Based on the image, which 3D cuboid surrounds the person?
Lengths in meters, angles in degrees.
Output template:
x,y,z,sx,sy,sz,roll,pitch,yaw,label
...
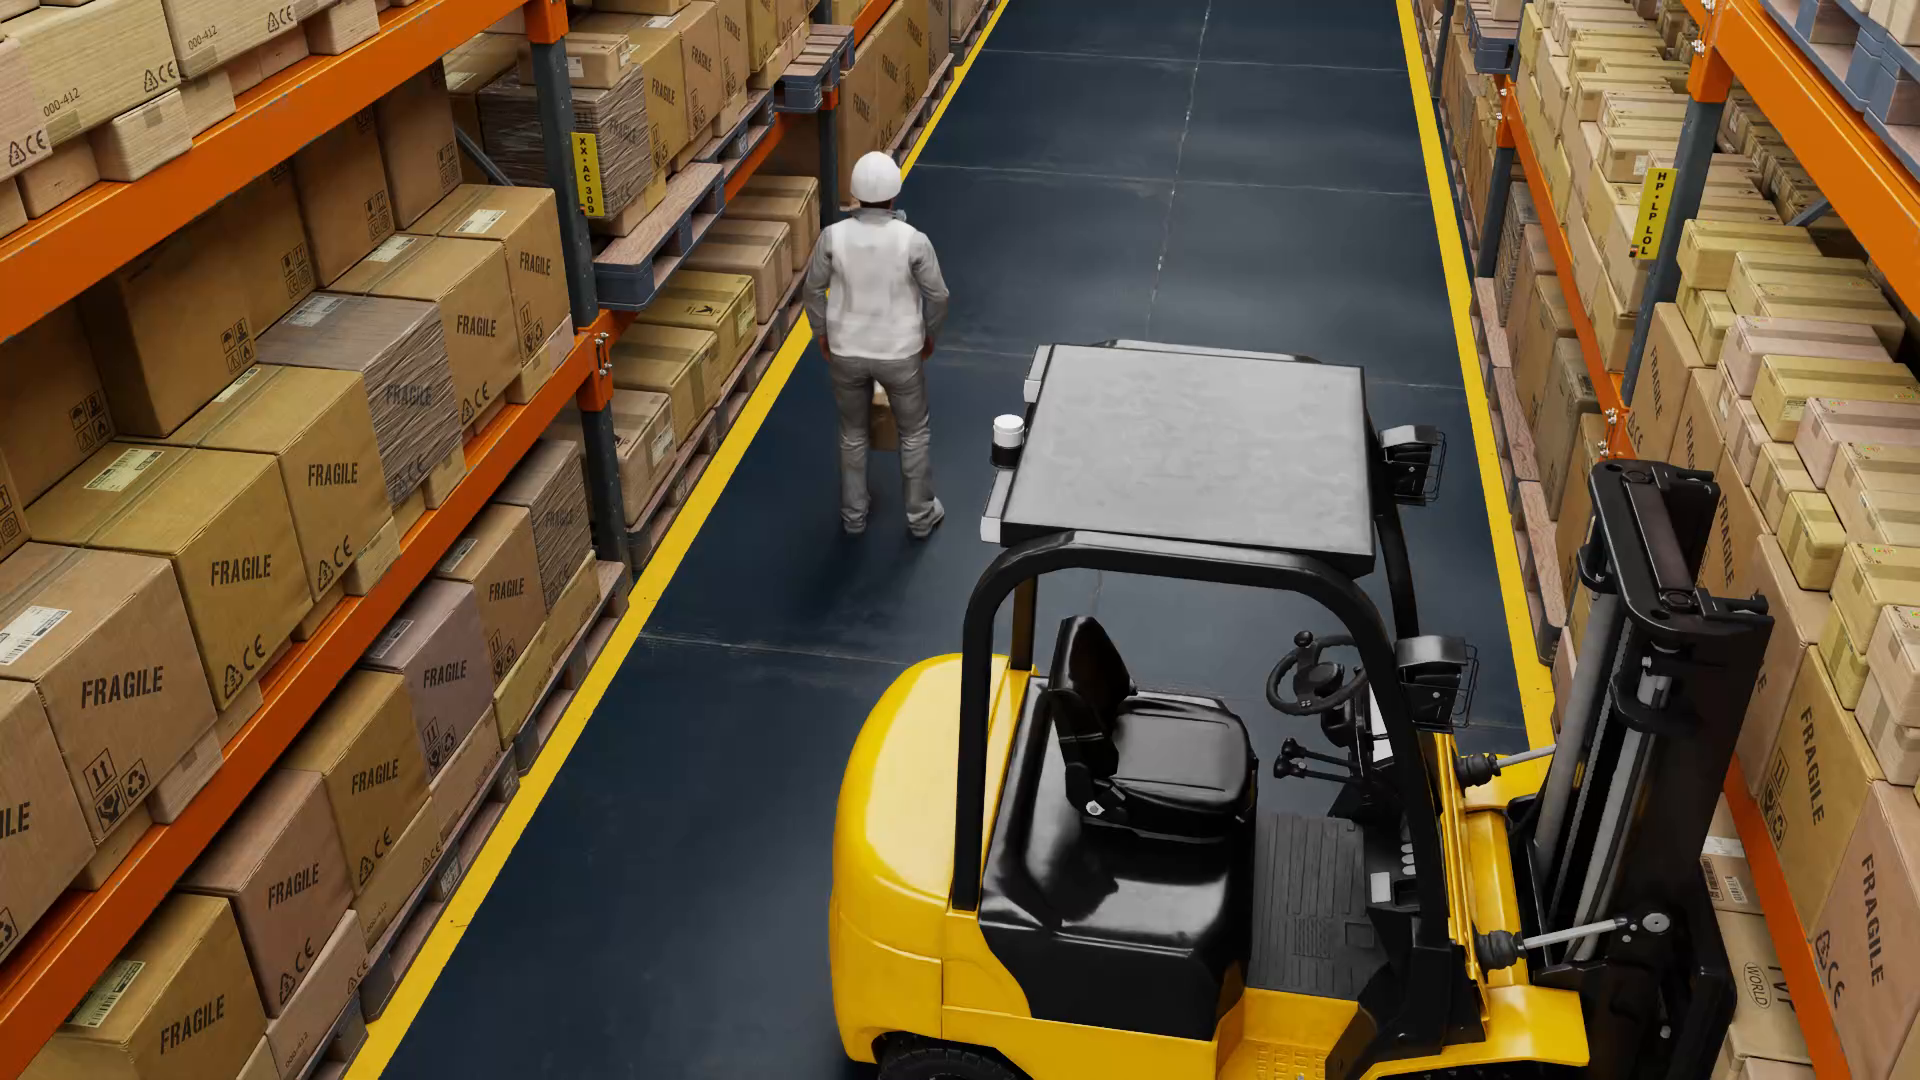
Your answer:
x,y,z,sx,sy,sz,roll,pitch,yaw,label
-0.369,-0.871,7.511,0.654,1.754,0.483,5,32,7,person
